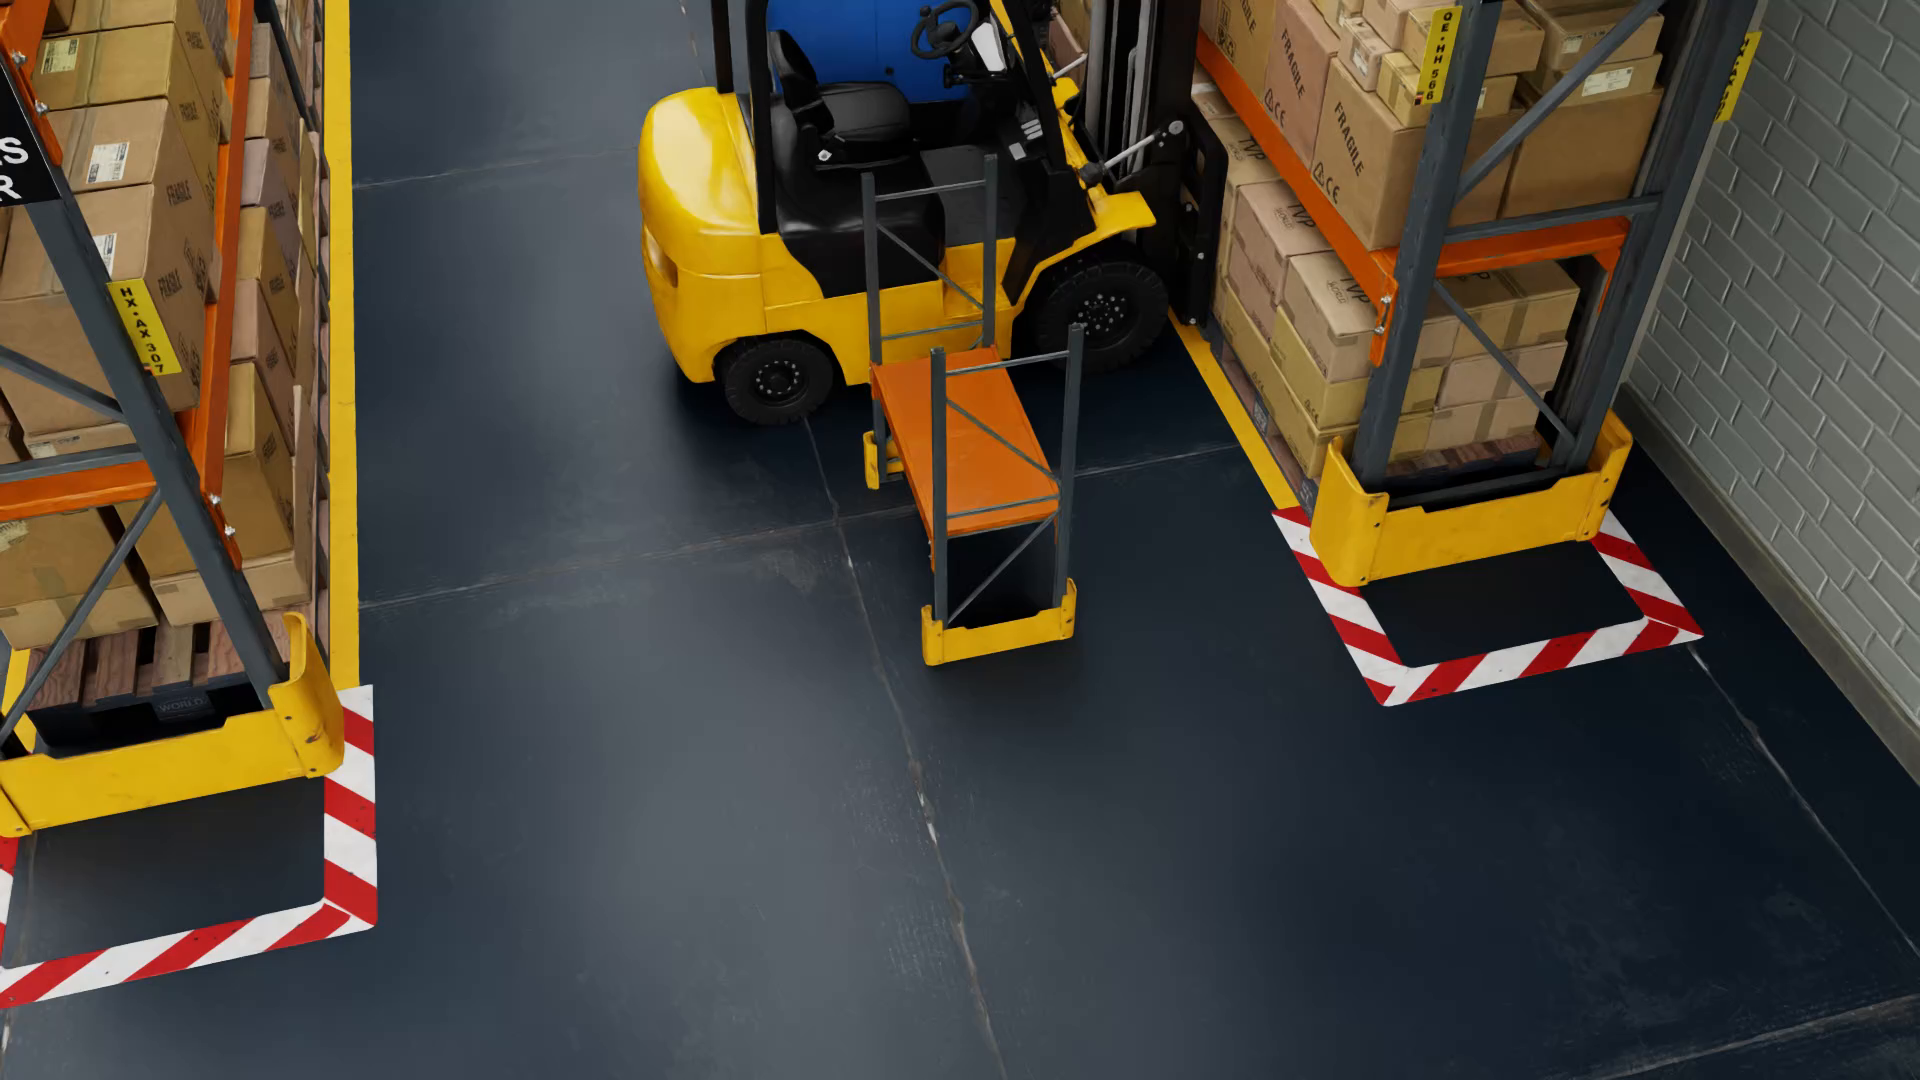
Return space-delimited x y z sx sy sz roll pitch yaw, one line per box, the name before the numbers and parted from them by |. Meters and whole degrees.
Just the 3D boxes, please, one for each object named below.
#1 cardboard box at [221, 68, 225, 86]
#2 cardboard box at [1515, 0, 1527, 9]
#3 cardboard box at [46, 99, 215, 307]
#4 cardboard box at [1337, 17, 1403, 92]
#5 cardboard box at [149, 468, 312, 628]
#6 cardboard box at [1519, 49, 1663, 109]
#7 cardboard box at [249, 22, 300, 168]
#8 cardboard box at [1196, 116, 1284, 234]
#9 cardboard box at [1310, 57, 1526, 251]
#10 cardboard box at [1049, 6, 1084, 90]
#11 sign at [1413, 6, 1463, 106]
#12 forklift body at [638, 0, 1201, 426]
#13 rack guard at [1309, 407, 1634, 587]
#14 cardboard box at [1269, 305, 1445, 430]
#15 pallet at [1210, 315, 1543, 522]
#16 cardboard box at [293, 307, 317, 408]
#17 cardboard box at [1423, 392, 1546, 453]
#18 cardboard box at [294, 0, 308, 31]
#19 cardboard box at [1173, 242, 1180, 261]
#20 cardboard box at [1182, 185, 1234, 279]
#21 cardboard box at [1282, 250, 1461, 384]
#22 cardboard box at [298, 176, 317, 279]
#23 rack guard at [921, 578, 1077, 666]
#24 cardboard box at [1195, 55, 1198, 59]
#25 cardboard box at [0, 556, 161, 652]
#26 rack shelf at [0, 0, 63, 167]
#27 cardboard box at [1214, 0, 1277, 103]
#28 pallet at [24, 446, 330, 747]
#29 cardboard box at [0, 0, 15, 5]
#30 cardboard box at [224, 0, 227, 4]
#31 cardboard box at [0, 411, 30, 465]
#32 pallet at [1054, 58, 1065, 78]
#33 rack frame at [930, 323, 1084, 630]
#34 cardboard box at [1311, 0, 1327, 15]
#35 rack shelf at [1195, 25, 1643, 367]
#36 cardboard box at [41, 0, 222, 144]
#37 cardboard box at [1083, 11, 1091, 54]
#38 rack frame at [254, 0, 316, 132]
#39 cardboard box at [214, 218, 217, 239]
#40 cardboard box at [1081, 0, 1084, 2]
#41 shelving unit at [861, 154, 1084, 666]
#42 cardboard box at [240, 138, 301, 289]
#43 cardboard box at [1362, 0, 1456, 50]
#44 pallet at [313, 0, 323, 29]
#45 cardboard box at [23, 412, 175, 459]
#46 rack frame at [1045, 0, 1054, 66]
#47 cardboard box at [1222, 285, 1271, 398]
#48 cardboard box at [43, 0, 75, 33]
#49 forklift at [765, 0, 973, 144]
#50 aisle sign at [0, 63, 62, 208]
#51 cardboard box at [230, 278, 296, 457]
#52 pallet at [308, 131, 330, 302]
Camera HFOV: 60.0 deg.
cardboard box | -3.138 -1.809 6.598 0.380 0.149 0.250 -11 47 -11
cardboard box | 2.119 -1.926 5.805 0.380 0.149 0.250 -9 46 -9
cardboard box | -2.780 -1.058 5.408 0.500 0.500 0.500 -9 46 -9
cardboard box | 1.553 -1.716 5.807 0.380 0.149 0.250 -10 46 -10
cardboard box | -2.730 0.024 6.258 0.500 0.250 0.500 -11 47 -11
cardboard box | 2.170 -1.638 5.731 0.380 0.149 0.250 -12 47 -11
cardboard box | -3.404 -2.034 7.749 0.500 0.500 0.500 -11 47 -11
cardboard box | 1.312 -1.588 7.137 0.500 0.250 0.500 -10 46 -10
cardboard box | 1.626 -1.421 5.972 0.500 0.500 0.500 -12 47 -11
cardboard box | 0.786 -2.646 8.874 0.500 0.250 0.500 -10 46 -10
sign | 1.478 -1.493 5.136 0.100 0.325 0.005 -11 47 -10
forklift body | -0.243 -1.773 6.982 2.313 2.155 1.214 -11 47 -10
rack guard | 2.012 -0.203 6.599 1.175 0.500 0.348 -11 47 -10
cardboard box | 1.579 -0.733 6.649 0.500 0.250 0.500 -11 47 -11
pallet | 1.770 -0.639 7.228 1.003 0.211 1.213 -11 47 -10
cardboard box | -3.006 -0.704 6.971 0.500 0.250 0.500 -8 46 -8
cardboard box | 2.070 -0.654 6.922 0.500 0.250 0.500 -11 47 -10
cardboard box | -4.139 -3.030 9.166 0.950 0.372 0.625 -8 46 -8
cardboard box | 1.188 -1.592 7.841 0.500 0.250 0.500 -9 46 -9
cardboard box | 1.309 -1.434 7.336 0.500 0.250 0.500 -12 47 -11
cardboard box | 1.587 -0.890 6.453 0.500 0.250 0.500 -9 46 -9
cardboard box | -3.258 -1.406 7.658 0.500 0.250 0.500 -12 47 -11
rack guard | 0.147 0.309 6.272 0.587 0.250 0.087 -11 47 -10
cardboard box | 1.062 -2.303 7.838 0.500 0.250 0.500 -9 46 -9
cardboard box | -3.264 0.106 6.177 0.500 0.250 0.500 -11 47 -11
rack shelf | -3.303 -2.363 5.369 1.077 0.370 4.000 -11 47 -10
cardboard box | 1.371 -2.135 6.672 0.500 0.500 0.500 -12 47 -11
pallet | -2.984 0.172 6.434 1.003 0.211 1.213 -11 47 -10
cardboard box | -2.562 -1.435 4.131 0.380 0.149 0.250 -11 47 -10
cardboard box | -3.322 -2.470 6.792 0.500 0.500 0.500 -9 46 -9
cardboard box | -3.094 -0.315 5.135 0.380 0.149 0.250 -9 46 -9
pallet | 1.145 -2.323 8.879 1.003 0.211 1.213 -11 47 -10
rack frame | 0.152 -0.115 5.813 0.500 1.500 0.032 -11 47 -10
cardboard box | 1.493 -2.079 6.163 0.380 0.149 0.250 -11 47 -11
rack shelf | 1.494 -2.223 7.332 1.077 0.370 4.000 -11 47 -10
cardboard box | -3.050 -1.759 6.096 0.500 0.500 0.500 -12 47 -11
cardboard box | 0.939 -2.478 8.359 0.500 0.250 0.500 -11 47 -11
rack frame | -3.815 -2.946 7.537 1.000 3.000 0.127 -11 47 -10
cardboard box | -2.865 -1.094 5.898 0.380 0.149 0.250 -10 46 -9
cardboard box | 0.803 -2.999 8.520 0.500 0.250 0.500 -11 47 -11
shelving unit | 0.020 -0.472 6.163 0.587 1.500 1.083 -11 47 -10
cardboard box | -3.141 -1.331 7.060 0.500 0.500 0.500 -8 46 -8
cardboard box | 1.618 -1.834 5.715 0.380 0.149 0.250 -11 47 -10
pallet | -4.332 -3.351 9.886 1.003 0.211 1.213 -11 47 -10
cardboard box | -2.678 -0.369 5.187 0.380 0.149 0.250 -11 47 -10
rack frame | 0.982 -3.856 8.429 1.000 3.000 0.127 -11 47 -10
cardboard box | 1.462 -0.891 7.154 0.500 0.250 0.500 -11 47 -10
cardboard box | -3.479 -2.040 5.671 0.700 0.500 0.500 -11 47 -11
forklift | -0.631 -4.093 8.709 1.130 2.935 3.031 -6 46 -6
aisle sign | -2.476 -1.108 3.915 0.394 0.787 0.004 -11 47 -10
cardboard box | -2.875 -0.615 6.359 0.500 0.500 0.500 -12 47 -12
pallet | -3.609 -1.513 8.085 1.003 0.211 1.213 -11 47 -10
